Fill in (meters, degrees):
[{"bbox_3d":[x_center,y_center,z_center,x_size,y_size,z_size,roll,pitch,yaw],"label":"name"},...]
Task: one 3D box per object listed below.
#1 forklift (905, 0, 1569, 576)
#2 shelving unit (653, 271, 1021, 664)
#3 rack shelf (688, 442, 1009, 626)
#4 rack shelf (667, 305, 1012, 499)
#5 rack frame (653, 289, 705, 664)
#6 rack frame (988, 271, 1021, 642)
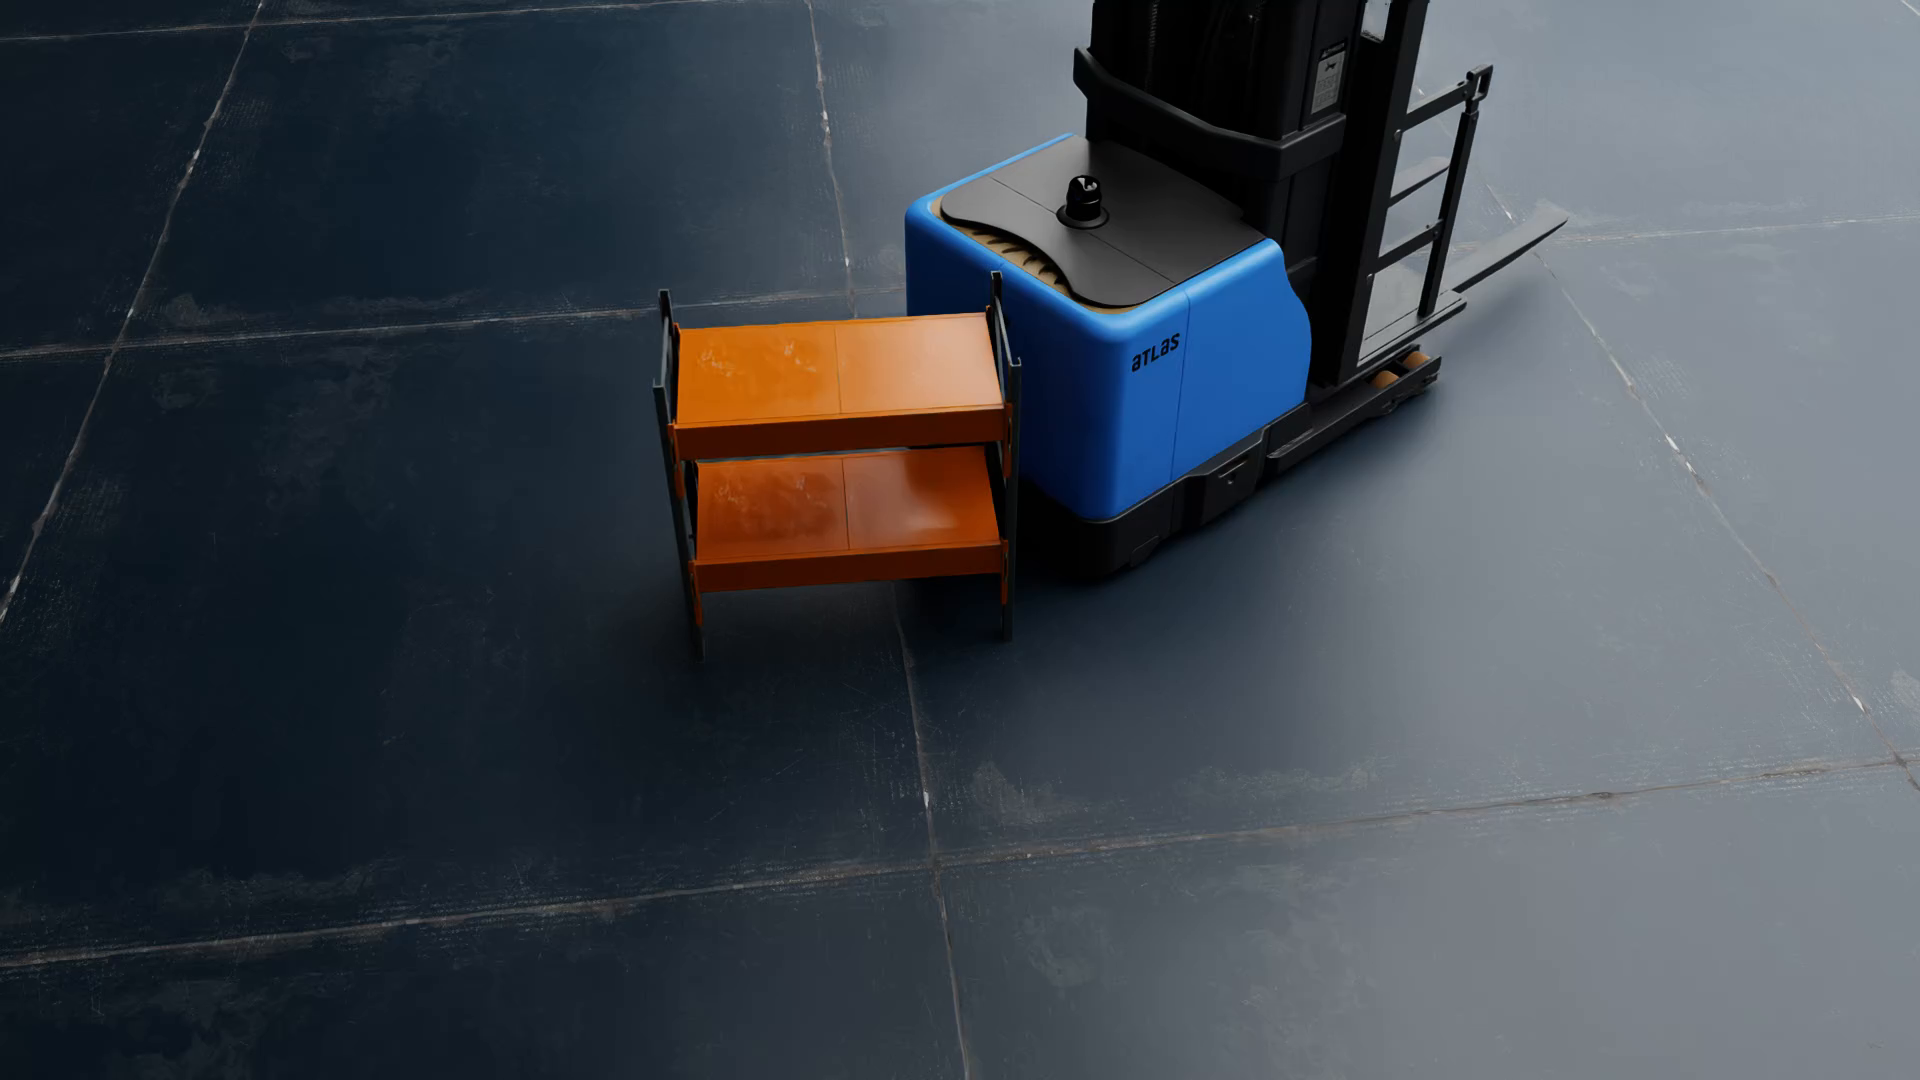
[{"bbox_3d":[1.242,-1.813,5.715,3.031,2.935,1.130,-30,50,-29],"label":"forklift"},{"bbox_3d":[-0.370,-0.213,5.290,1.048,1.125,0.538,-4,42,-4],"label":"shelving unit"},{"bbox_3d":[-0.370,-0.031,5.454,1.000,0.278,0.538,-4,42,-4],"label":"rack shelf"},{"bbox_3d":[-0.370,-0.430,5.094,1.000,0.278,0.538,-4,42,-4],"label":"rack shelf"},{"bbox_3d":[-0.876,-0.179,5.252,0.032,1.125,0.500,-4,42,-4],"label":"rack frame"},{"bbox_3d":[0.135,-0.247,5.327,0.032,1.125,0.500,-4,42,-4],"label":"rack frame"}]
